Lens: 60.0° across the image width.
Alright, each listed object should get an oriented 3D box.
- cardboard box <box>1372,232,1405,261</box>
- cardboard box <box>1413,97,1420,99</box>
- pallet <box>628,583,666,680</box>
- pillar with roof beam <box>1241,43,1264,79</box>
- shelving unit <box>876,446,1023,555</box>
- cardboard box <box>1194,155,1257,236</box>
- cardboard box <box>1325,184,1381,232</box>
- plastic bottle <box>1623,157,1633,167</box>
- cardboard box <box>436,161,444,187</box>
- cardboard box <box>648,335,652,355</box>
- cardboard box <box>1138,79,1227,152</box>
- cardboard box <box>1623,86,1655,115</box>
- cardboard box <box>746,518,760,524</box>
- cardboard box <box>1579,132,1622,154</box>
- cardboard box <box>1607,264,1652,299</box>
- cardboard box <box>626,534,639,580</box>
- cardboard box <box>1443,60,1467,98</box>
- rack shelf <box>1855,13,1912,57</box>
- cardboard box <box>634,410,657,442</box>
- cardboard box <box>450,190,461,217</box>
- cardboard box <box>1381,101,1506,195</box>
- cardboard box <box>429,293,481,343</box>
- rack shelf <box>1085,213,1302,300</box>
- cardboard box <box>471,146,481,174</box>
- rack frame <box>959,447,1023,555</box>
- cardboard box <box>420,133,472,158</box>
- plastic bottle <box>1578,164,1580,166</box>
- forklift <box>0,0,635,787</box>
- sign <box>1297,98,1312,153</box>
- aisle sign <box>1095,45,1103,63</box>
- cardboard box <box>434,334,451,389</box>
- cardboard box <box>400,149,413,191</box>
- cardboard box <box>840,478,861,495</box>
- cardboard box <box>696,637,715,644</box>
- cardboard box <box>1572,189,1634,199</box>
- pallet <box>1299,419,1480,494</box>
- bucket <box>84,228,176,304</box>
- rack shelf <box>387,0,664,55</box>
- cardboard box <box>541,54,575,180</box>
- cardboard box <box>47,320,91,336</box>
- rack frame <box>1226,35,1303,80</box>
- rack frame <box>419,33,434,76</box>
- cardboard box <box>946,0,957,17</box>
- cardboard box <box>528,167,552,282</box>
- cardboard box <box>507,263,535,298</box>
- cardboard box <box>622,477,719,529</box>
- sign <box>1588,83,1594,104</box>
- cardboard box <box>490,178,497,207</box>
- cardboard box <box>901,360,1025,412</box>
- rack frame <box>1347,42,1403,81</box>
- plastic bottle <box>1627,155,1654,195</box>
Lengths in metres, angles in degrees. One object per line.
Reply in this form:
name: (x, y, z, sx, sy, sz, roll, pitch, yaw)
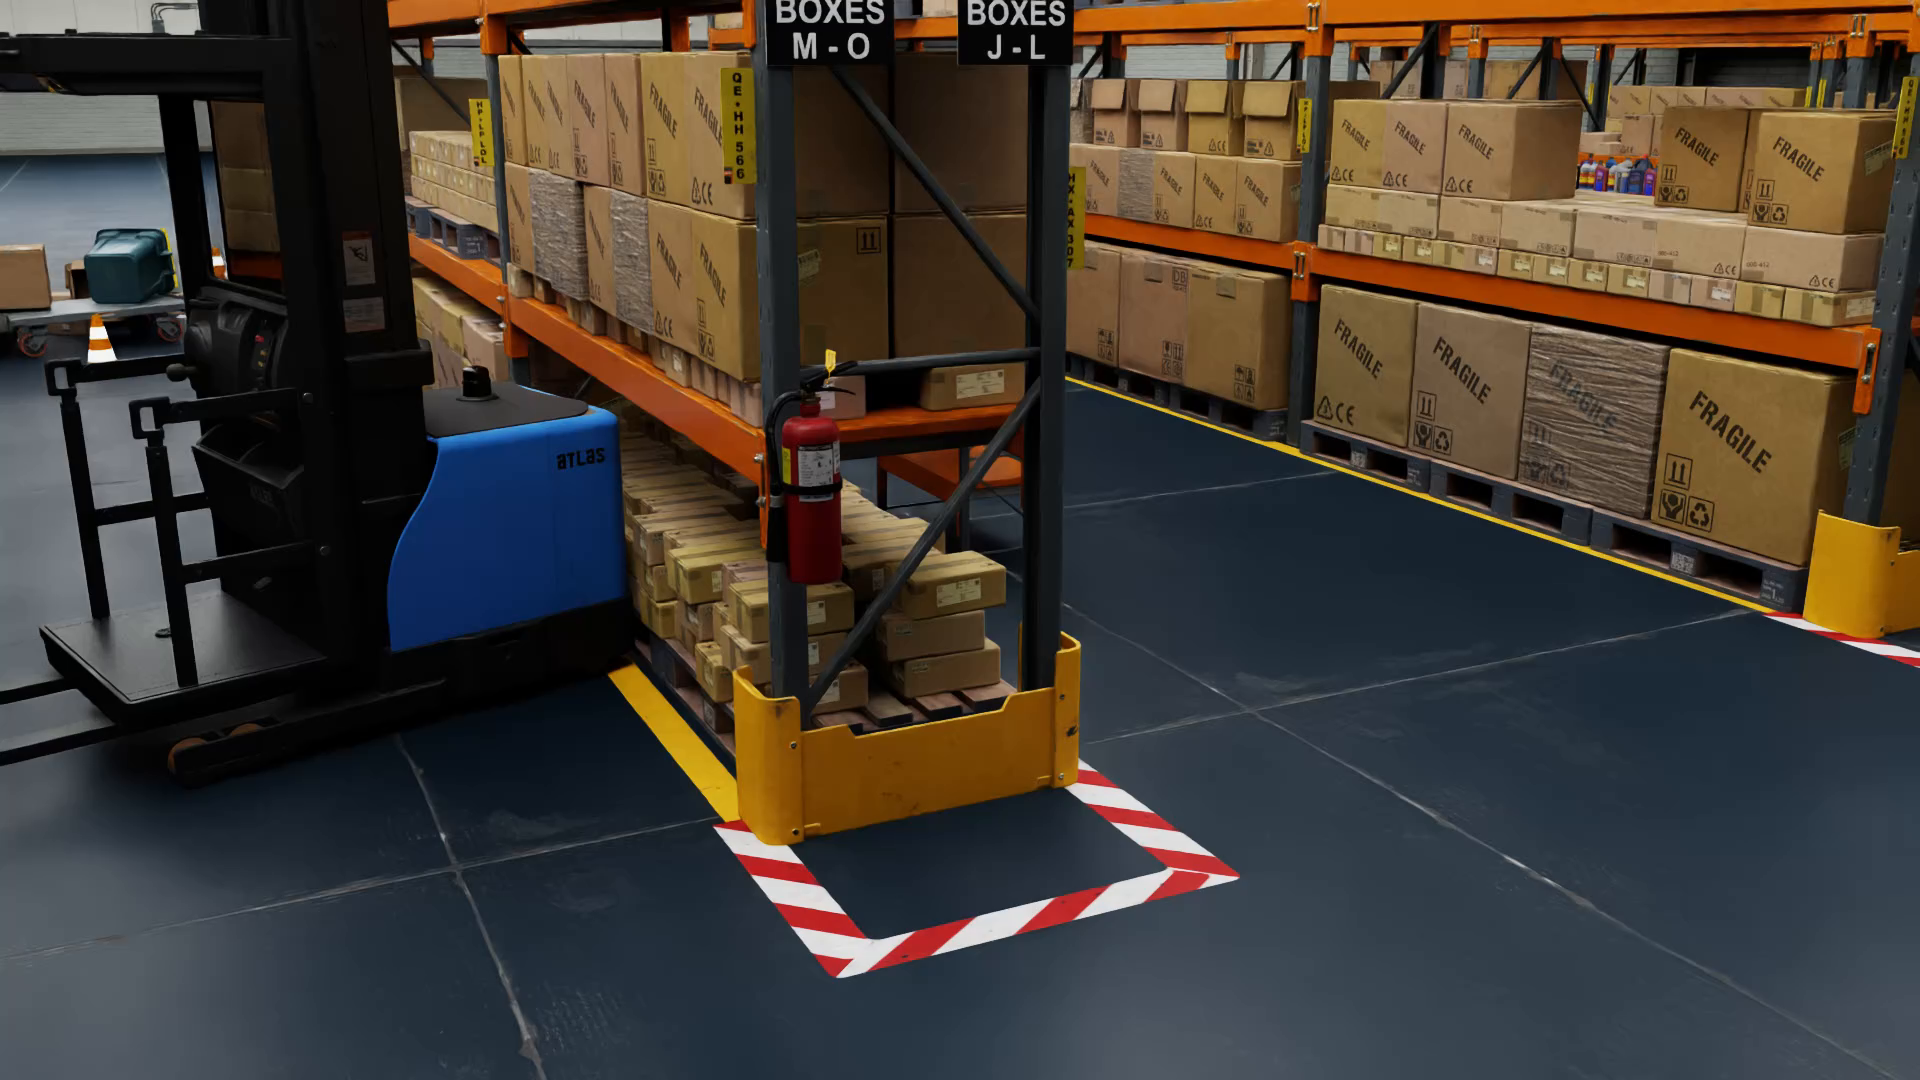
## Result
cardboard box: (2.680, -1.750, 9.867, 0.380, 0.149, 0.250, -7, 17, -23)
cardboard box: (6.700, -6.267, 23.795, 0.380, 0.149, 0.250, -8, 18, -27)
pallet: (-1.020, 0.265, 7.445, 1.003, 0.211, 1.213, -8, 18, -25)
pillar with roof beam: (2.677, -12.156, 34.796, 9.100, 9.000, 0.400, -8, 18, -25)
shelving unit: (0.003, -0.539, 8.590, 0.538, 1.125, 1.048, -8, 18, -25)
cardboard box: (1.958, -2.369, 11.388, 0.500, 0.500, 0.500, -7, 17, -23)
cardboard box: (2.589, -2.038, 10.146, 0.500, 0.250, 0.500, -8, 18, -26)
plastic bottle: (6.185, -3.410, 15.429, 0.097, 0.271, 0.097, 0, 16, 0)
cardboard box: (-3.146, -2.355, 10.675, 0.380, 0.149, 0.250, -8, 18, -25)
cardboard box: (-1.014, -0.805, 6.572, 0.380, 0.149, 0.250, -8, 18, -27)
cardboard box: (1.755, -3.126, 12.207, 0.797, 0.503, 0.637, -7, 17, -23)
cardboard box: (10.866, -6.906, 26.253, 0.500, 0.500, 0.500, -8, 18, -25)
cardboard box: (-0.759, -0.002, 7.188, 0.380, 0.149, 0.250, -7, 17, -22)
cardboard box: (8.276, -5.106, 21.377, 0.500, 0.250, 0.500, -6, 17, -21)
cardboard box: (3.470, -1.304, 8.312, 0.380, 0.149, 0.250, -8, 18, -26)
cardboard box: (-1.183, 0.059, 6.975, 0.380, 0.149, 0.250, -7, 17, -22)
cardboard box: (7.161, -6.449, 23.252, 0.700, 0.500, 0.500, -8, 18, -25)
rack shelf: (7.947, -3.314, 10.726, 1.077, 0.370, 4.000, -8, 18, -25)
cardboard box: (-1.494, -0.601, 8.737, 0.380, 0.149, 0.250, -7, 17, -23)
cardboard box: (-2.927, -2.085, 10.272, 0.380, 0.149, 0.250, -8, 18, -27)
cardboard box: (2.808, -2.274, 9.608, 0.500, 0.500, 0.500, -8, 18, -25)
cardboard box: (-3.125, -1.443, 10.752, 0.500, 0.250, 0.500, -8, 18, -24)
rack shelf: (1.743, -2.265, 12.510, 1.077, 0.370, 4.000, -8, 18, -25)
cardboard box: (-2.581, -2.179, 9.523, 0.380, 0.149, 0.250, -8, 18, -25)
rack frame: (0.226, -0.413, 8.150, 0.500, 1.125, 0.032, -8, 18, -25)
cardboard box: (-3.385, -2.634, 11.106, 0.380, 0.149, 0.250, -8, 18, -25)
plastic bottle: (5.914, -3.530, 15.975, 0.097, 0.201, 0.097, 0, 16, 0)
forklift: (-2.785, -0.715, 5.928, 3.031, 2.935, 1.130, -14, 21, -40)
sign: (2.135, -2.565, 10.297, 0.100, 0.325, 0.005, -8, 18, -25)
aisle sign: (2.050, -6.992, 22.965, 0.394, 0.787, 0.004, -8, 18, -25)
cardboard box: (-3.103, -1.076, 10.831, 0.500, 0.500, 0.500, -8, 18, -26)
cardboard box: (-4.075, -2.660, 12.400, 0.500, 0.500, 0.500, -8, 18, -25)
cardboard box: (-0.650, -0.161, 7.203, 0.380, 0.149, 0.250, -7, 18, -24)
cardboard box: (-0.792, 0.387, 6.371, 0.380, 0.149, 0.250, -8, 18, -25)
cardboard box: (3.501, -1.853, 9.504, 0.500, 0.250, 0.500, -7, 18, -24)
pallet: (2.882, -0.577, 10.377, 1.003, 0.211, 1.213, -8, 18, -25)
bucket: (-7.521, -2.437, 14.982, 0.726, 0.611, 0.620, -2, 26, -6)
rack shelf: (-2.760, -3.133, 10.095, 1.077, 0.370, 4.000, -8, 18, -25)
cardboard box: (-1.472, -1.816, 7.106, 0.500, 0.500, 0.500, -7, 18, -24)
cardboard box: (-8.222, -2.048, 15.407, 0.396, 0.266, 0.258, 7, 17, 23)
rack frame: (3.566, -4.697, 19.681, 1.000, 3.000, 0.127, -8, 18, -25)
rack frame: (-5.389, -3.524, 15.594, 1.000, 3.000, 0.127, -8, 18, -25)
cardboard box: (0.208, -4.686, 14.476, 0.500, 0.250, 0.500, -8, 18, -25)
cardboard box: (-1.671, -1.457, 7.668, 0.500, 0.500, 0.500, -8, 18, -25)
cardboard box: (-2.054, -1.310, 8.333, 0.380, 0.149, 0.250, -7, 17, -23)
cardboard box: (-1.258, -0.157, 7.188, 0.380, 0.149, 0.250, -8, 18, -25)
sign: (10.232, -7.237, 26.961, 0.100, 0.325, 0.005, -8, 18, -25)
cardboard box: (-2.352, -1.905, 9.105, 0.380, 0.149, 0.250, -8, 18, -25)
cardboard box: (0.021, -0.548, 5.678, 0.380, 0.149, 0.250, -8, 18, -25)
rack frame: (6.268, -6.287, 25.219, 1.000, 3.000, 0.127, -8, 18, -25)
plastic bottle: (5.892, -3.151, 14.383, 0.144, 0.351, 0.185, -8, 18, -25)
